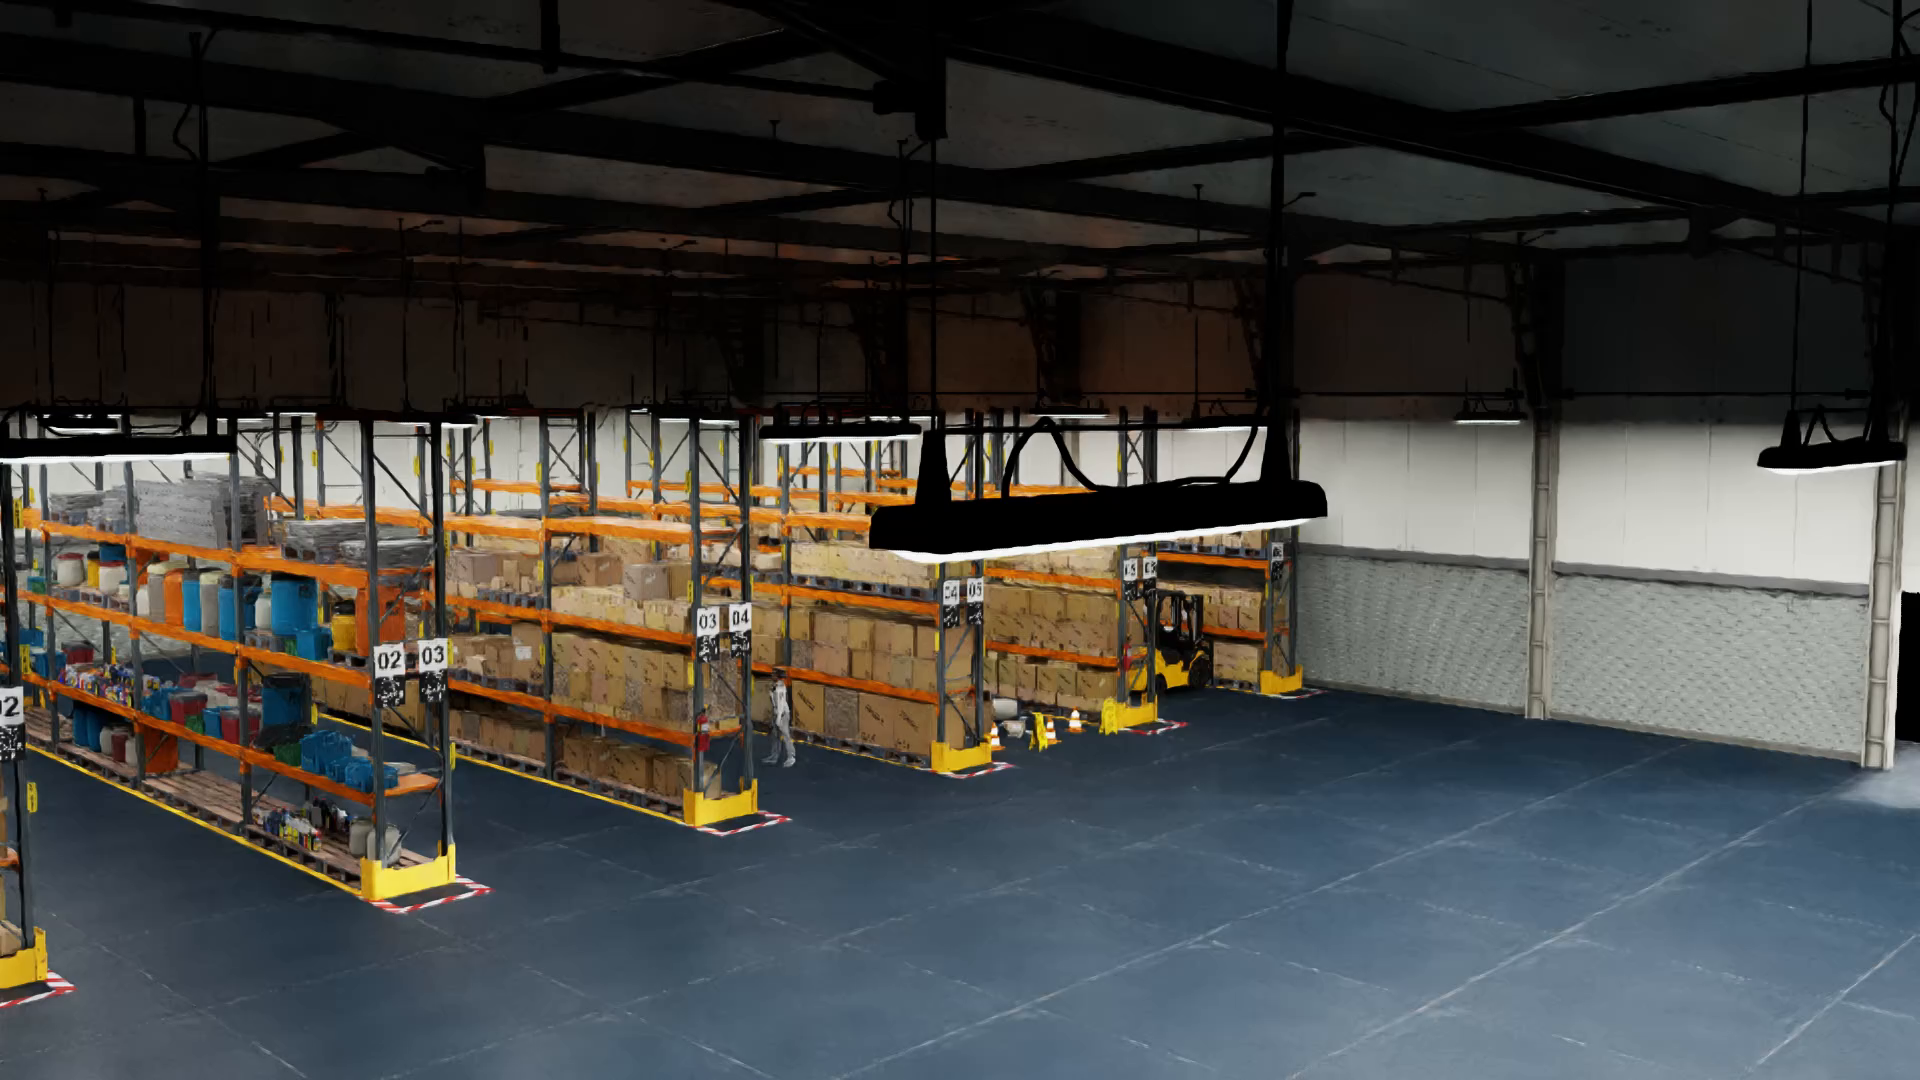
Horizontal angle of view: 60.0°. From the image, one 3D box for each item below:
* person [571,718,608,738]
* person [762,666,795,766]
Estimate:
[{"bbox_3d":[-6.704,2.861,29.963,1.073,1.587,0.499,5,7,42],"label":"person"},{"bbox_3d":[-3.097,2.980,28.299,0.538,1.665,0.573,-2,5,-17],"label":"person"}]
